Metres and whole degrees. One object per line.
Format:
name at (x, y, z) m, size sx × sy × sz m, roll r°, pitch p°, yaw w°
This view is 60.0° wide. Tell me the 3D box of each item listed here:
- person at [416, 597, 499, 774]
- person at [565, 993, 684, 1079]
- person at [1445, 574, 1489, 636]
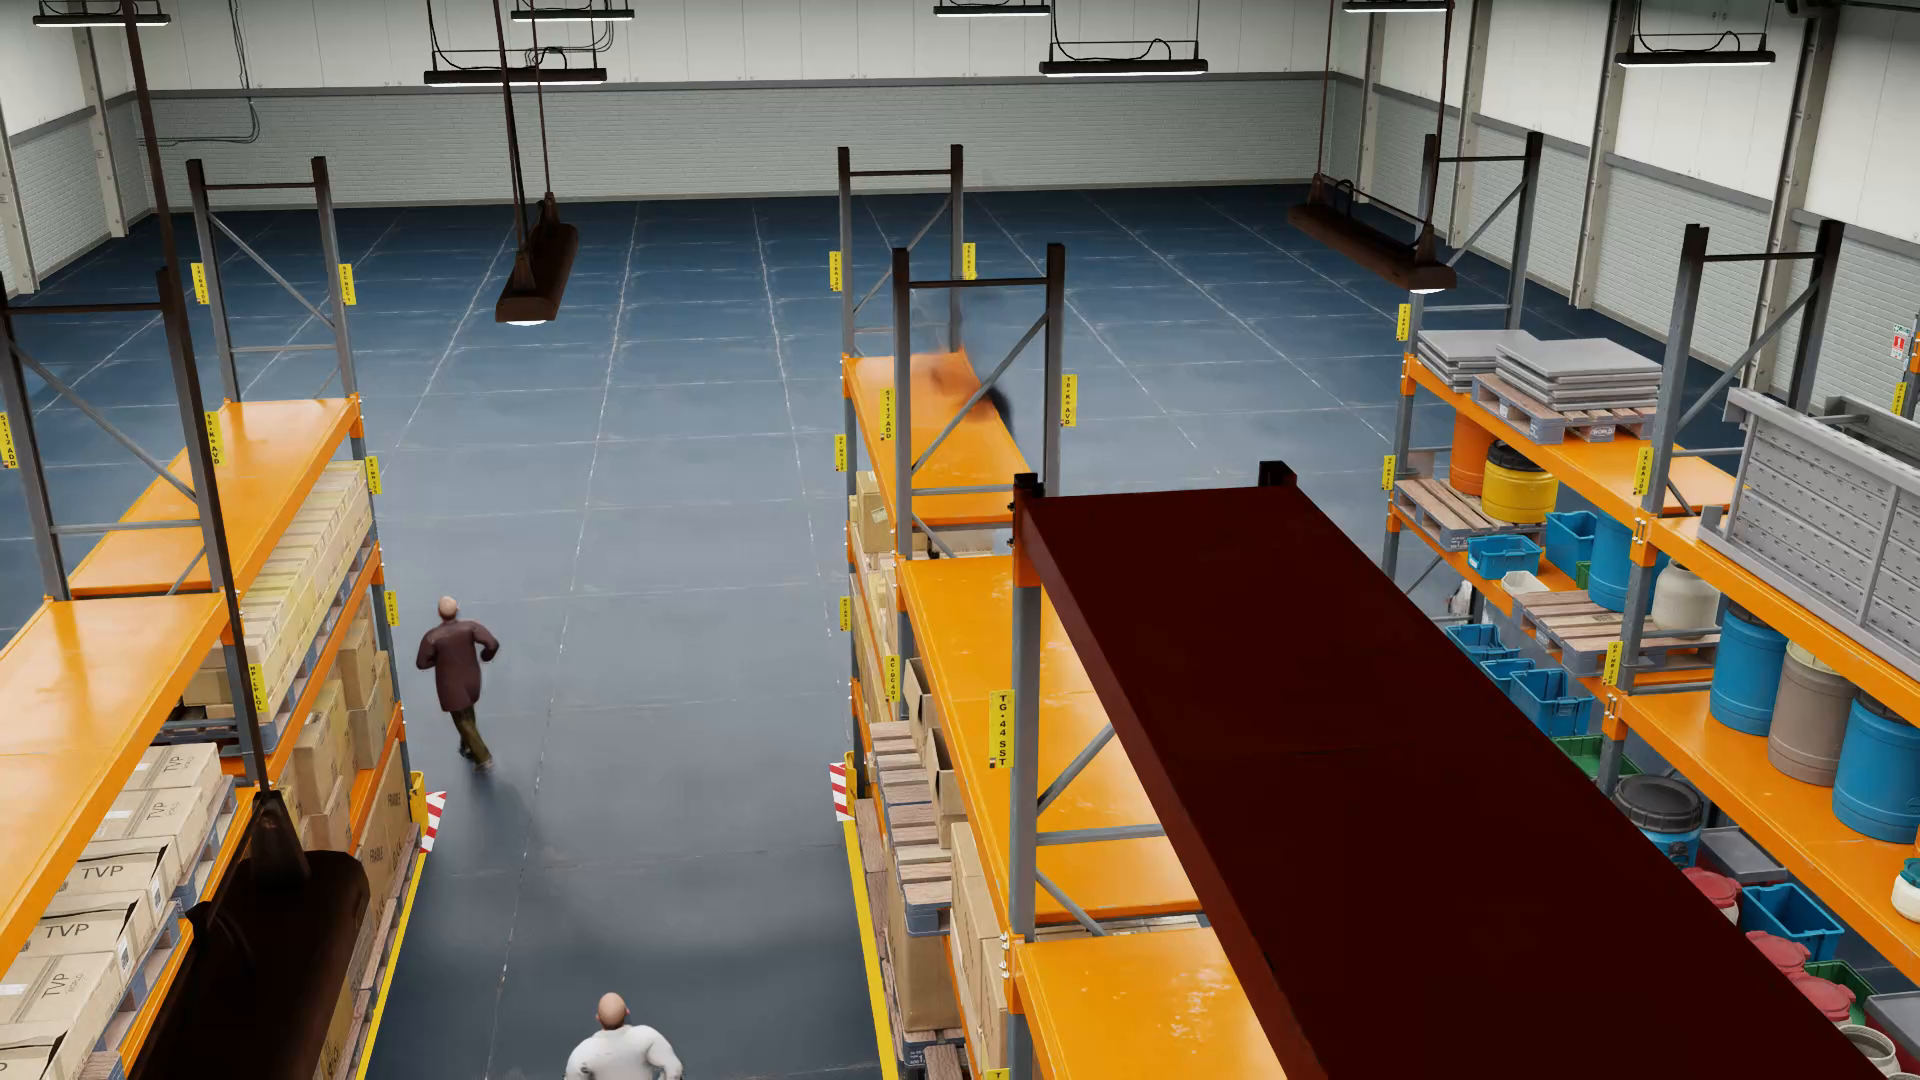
person at (-4.744, 1.394, 15.727) m, size 0.738 × 1.846 × 0.898 m, roll -15°, pitch 26°, yaw -33°
person at (-2.115, 3.517, 10.392) m, size 0.699 × 1.736 × 0.617 m, roll -9°, pitch 23°, yaw -22°
person at (5.192, 0.899, 17.163) m, size 0.590 × 1.677 × 0.690 m, roll -14°, pitch 26°, yaw -31°
